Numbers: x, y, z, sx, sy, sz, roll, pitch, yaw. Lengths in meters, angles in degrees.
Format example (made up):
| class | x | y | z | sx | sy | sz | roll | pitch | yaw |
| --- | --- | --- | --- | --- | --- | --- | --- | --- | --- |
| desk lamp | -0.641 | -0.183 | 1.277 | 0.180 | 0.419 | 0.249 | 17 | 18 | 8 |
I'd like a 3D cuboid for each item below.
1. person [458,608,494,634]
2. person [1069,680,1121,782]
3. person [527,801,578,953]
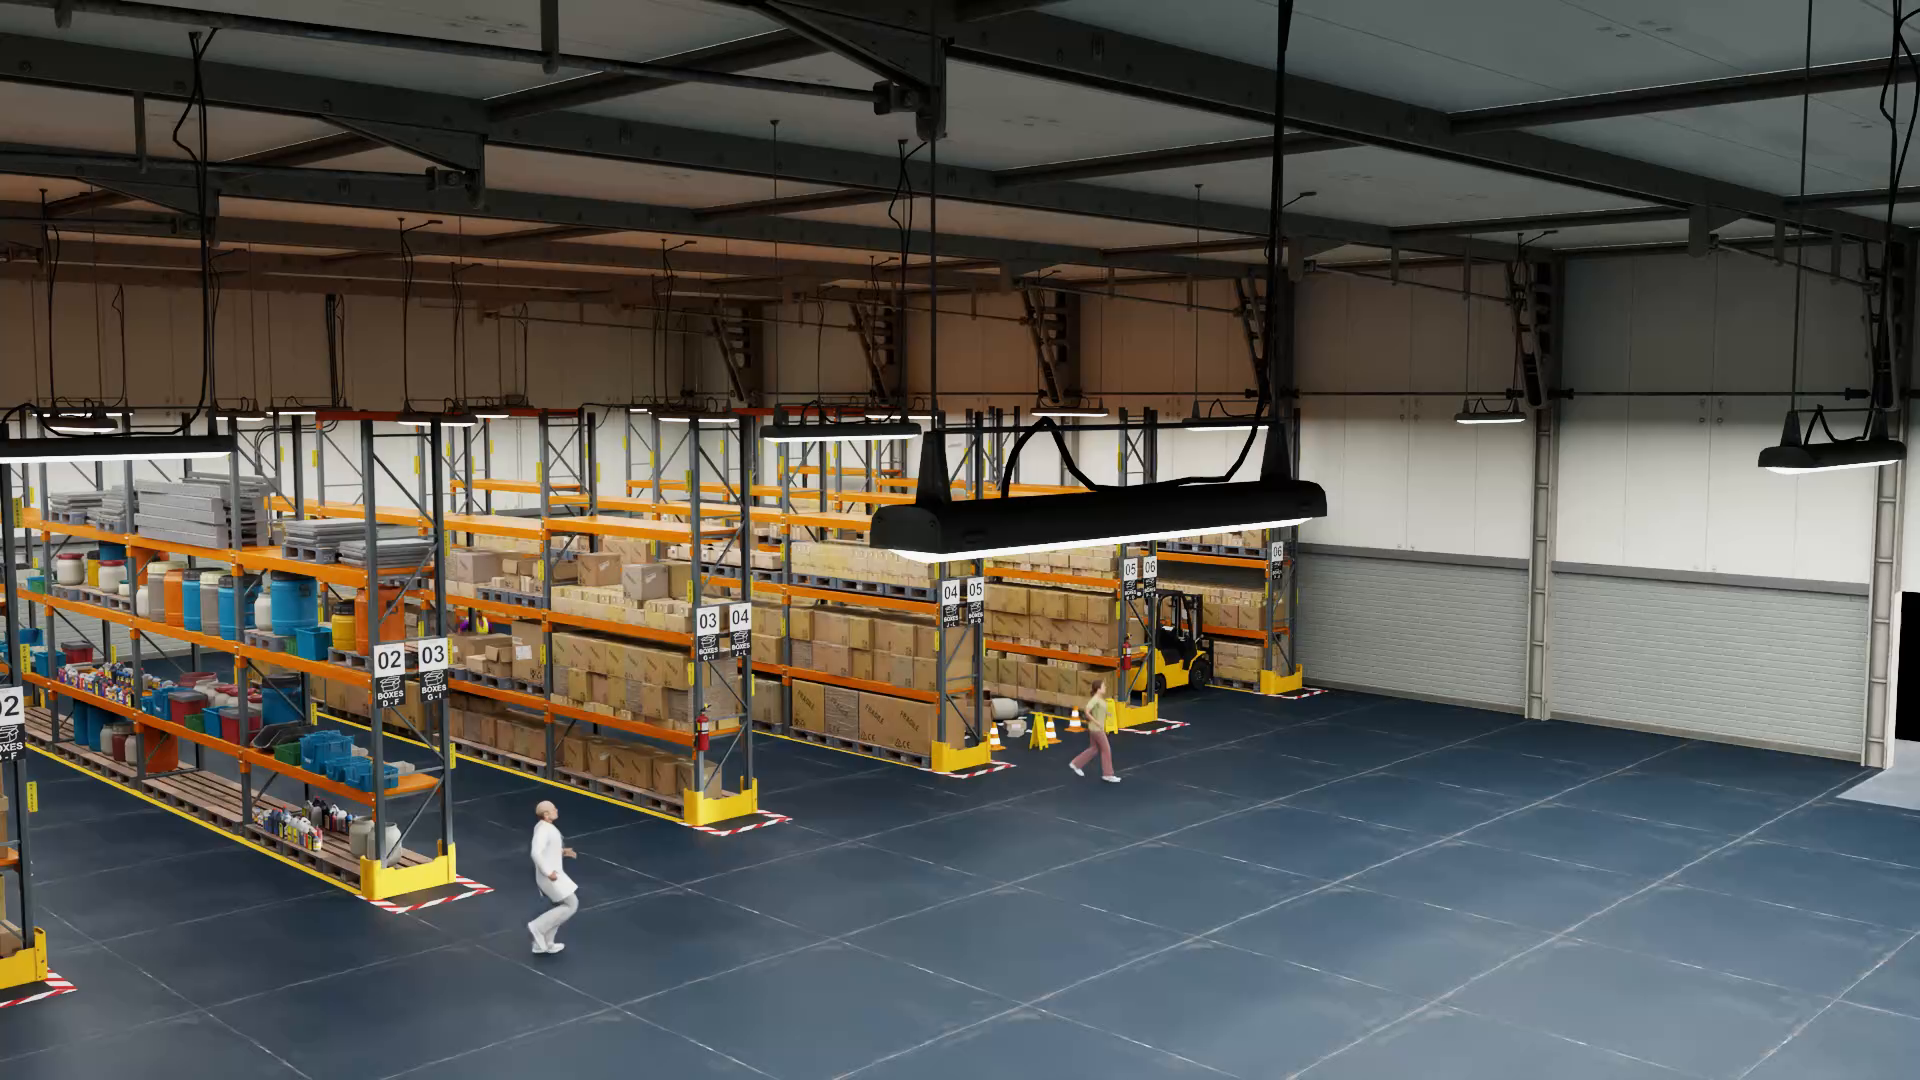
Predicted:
| class | x | y | z | sx | sy | sz | roll | pitch | yaw |
| --- | --- | --- | --- | --- | --- | --- | --- | --- | --- |
| person | -10.297 | 2.269 | 35.624 | 0.946 | 1.777 | 0.691 | 4 | 6 | 38 |
| person | 2.197 | 3.103 | 27.053 | 0.857 | 1.678 | 0.586 | 0 | 5 | 5 |
| person | -4.602 | 3.799 | 18.756 | 0.572 | 1.738 | 0.775 | -2 | 5 | -17 |
